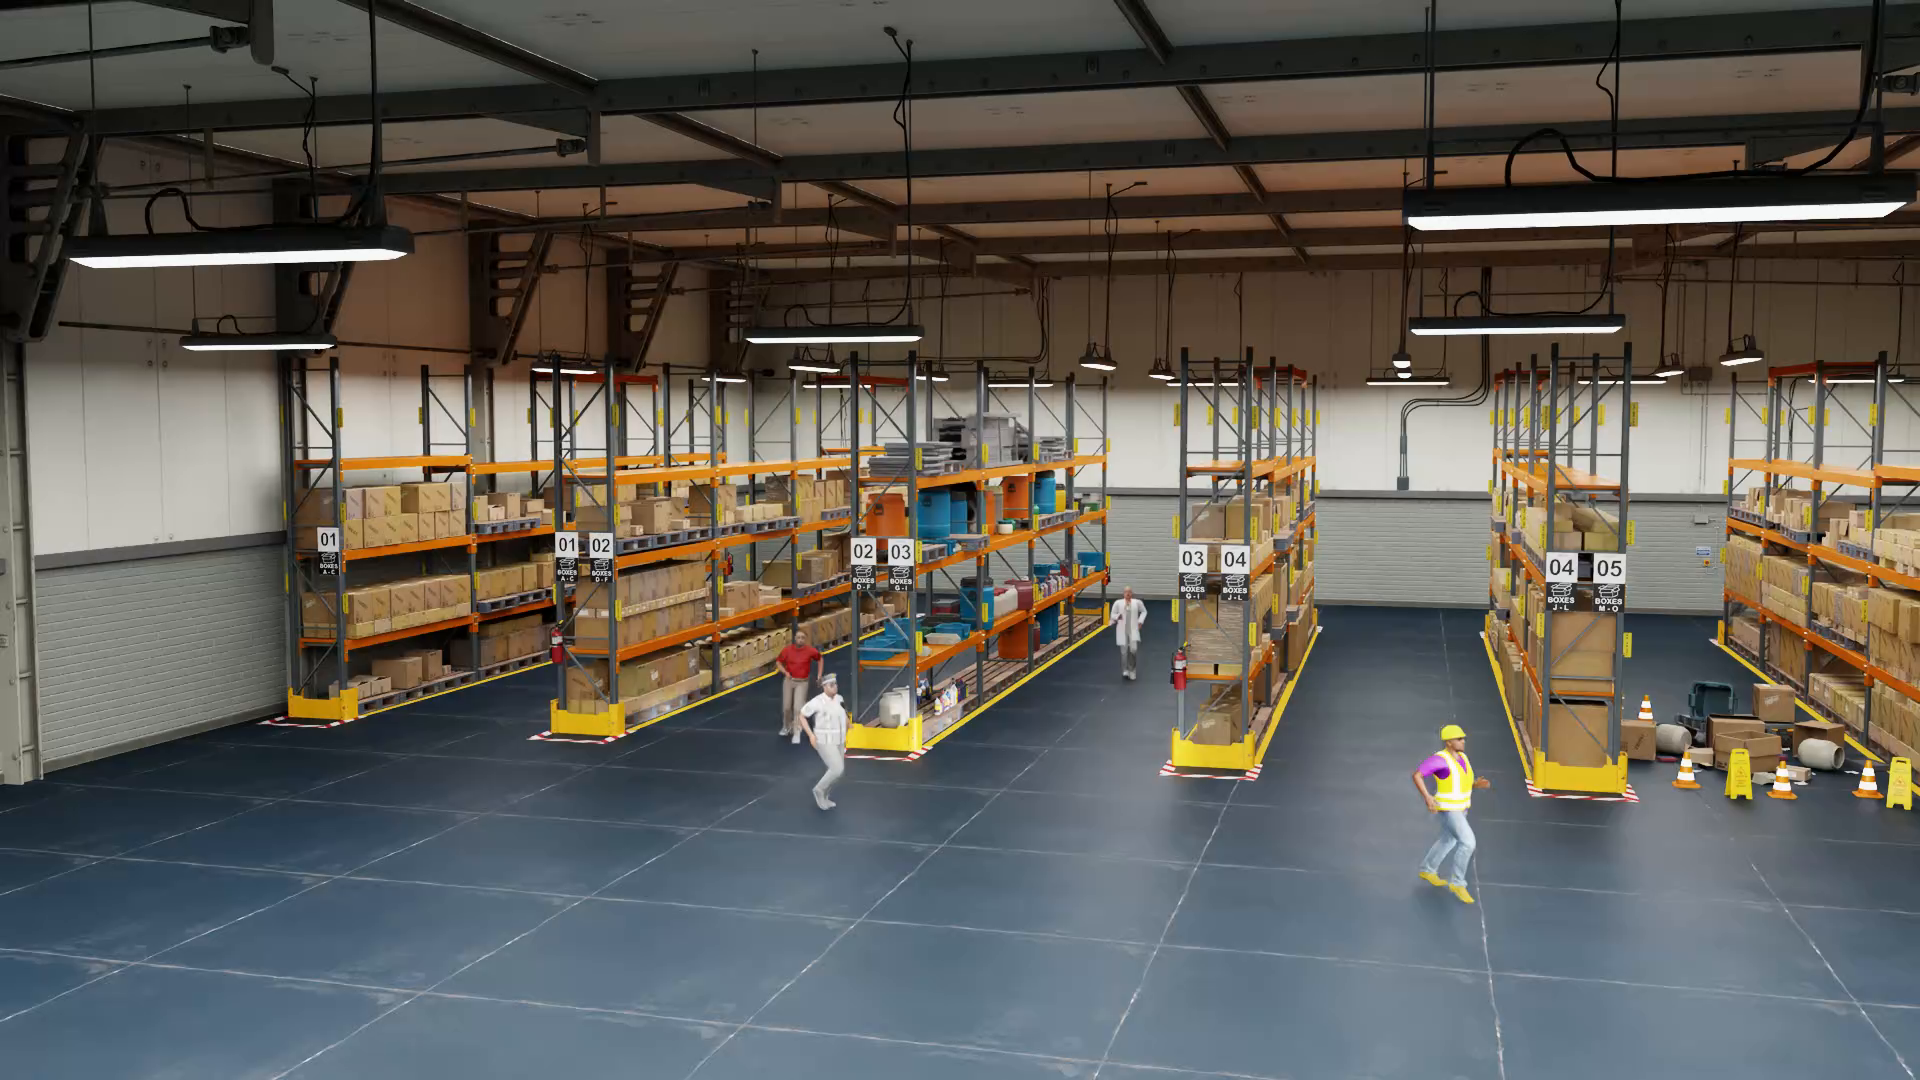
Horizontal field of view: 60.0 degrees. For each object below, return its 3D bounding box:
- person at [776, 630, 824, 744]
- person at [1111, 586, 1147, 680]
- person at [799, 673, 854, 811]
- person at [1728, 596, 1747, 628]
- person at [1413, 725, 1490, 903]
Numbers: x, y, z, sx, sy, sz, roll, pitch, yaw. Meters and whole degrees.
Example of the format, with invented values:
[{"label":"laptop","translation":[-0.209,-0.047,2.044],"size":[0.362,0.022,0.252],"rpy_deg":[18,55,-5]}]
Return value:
[{"label":"person","translation":[-2.491,2.285,25.764],"size":[0.715,1.797,0.707],"rpy_deg":[0,4,4]},{"label":"person","translation":[3.221,1.775,31.813],"size":[0.687,1.770,0.714],"rpy_deg":[1,4,7]},{"label":"person","translation":[-1.625,2.566,21.166],"size":[0.659,1.754,0.647],"rpy_deg":[3,5,37]},{"label":"person","translation":[17.689,1.367,37.931],"size":[0.771,1.726,0.846],"rpy_deg":[-4,6,-43]},{"label":"person","translation":[5.151,2.846,17.400],"size":[0.770,1.831,0.672],"rpy_deg":[4,6,40]}]
